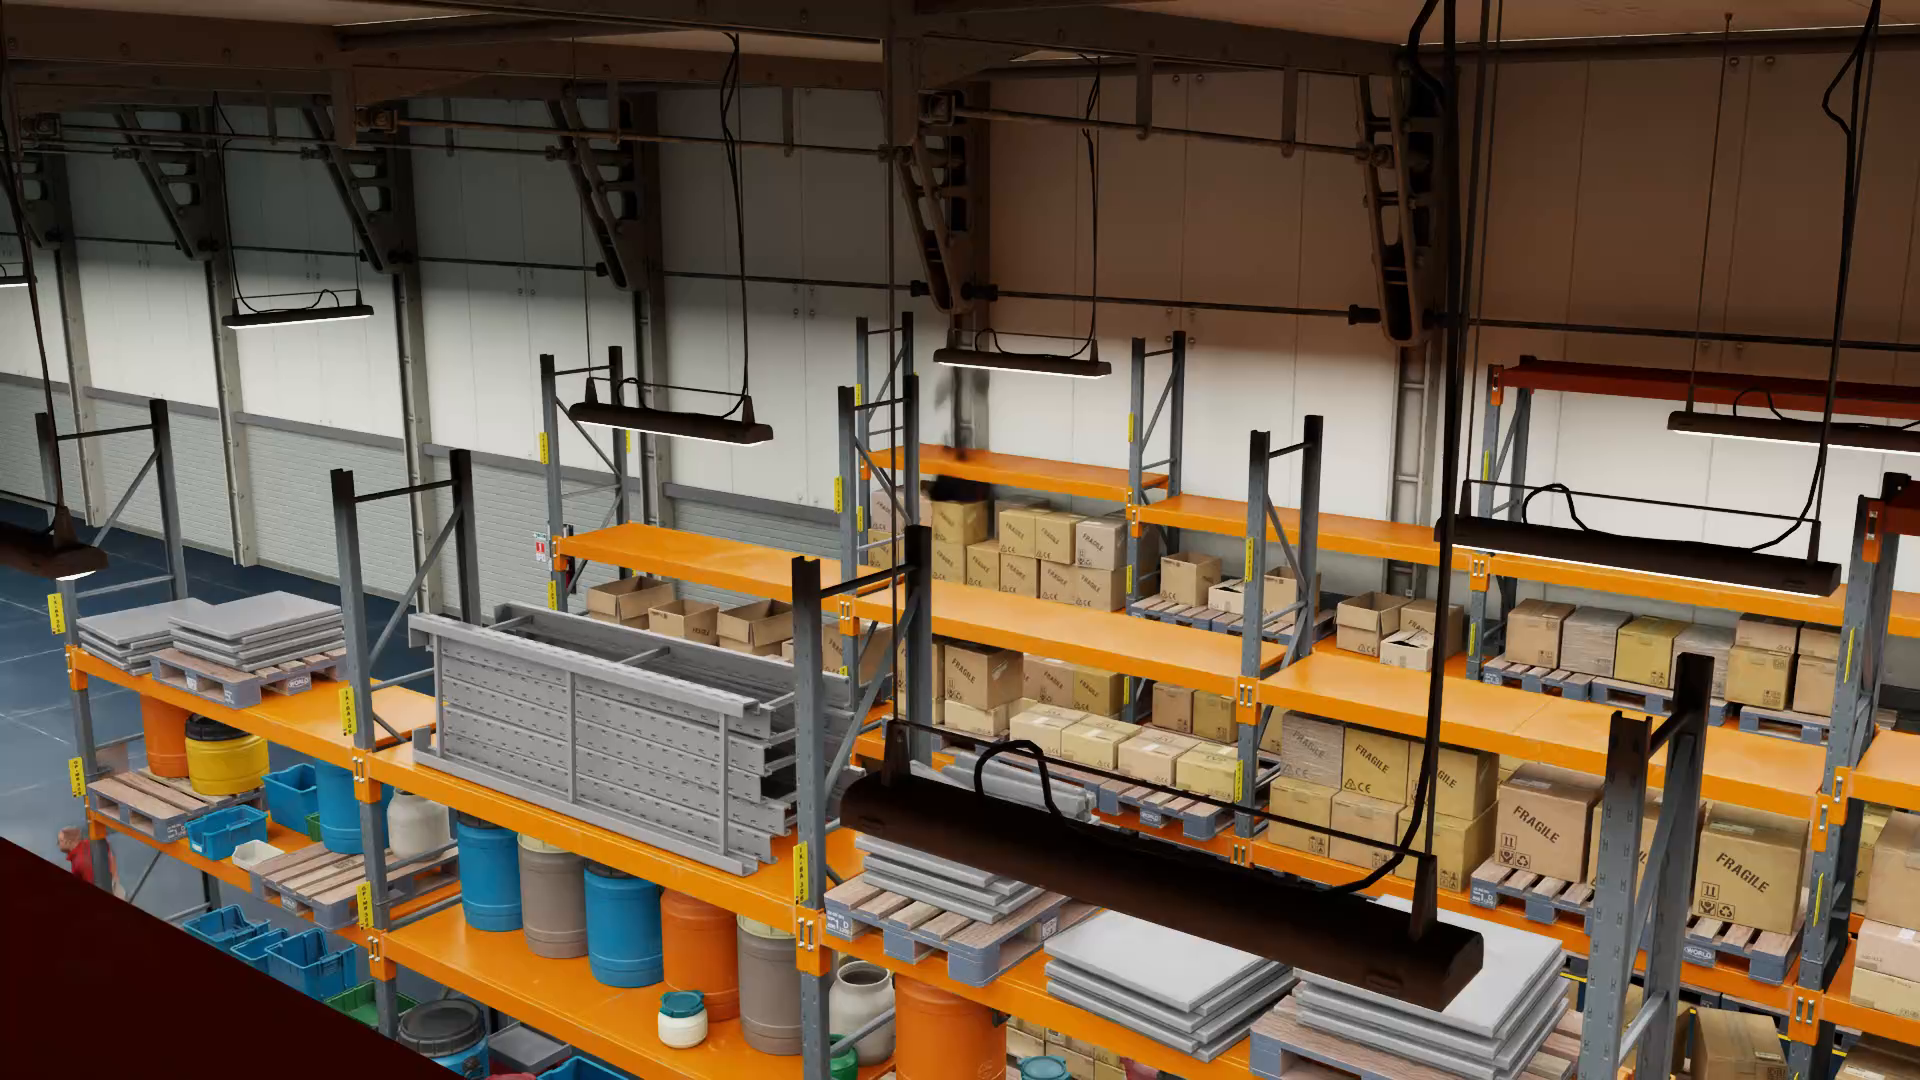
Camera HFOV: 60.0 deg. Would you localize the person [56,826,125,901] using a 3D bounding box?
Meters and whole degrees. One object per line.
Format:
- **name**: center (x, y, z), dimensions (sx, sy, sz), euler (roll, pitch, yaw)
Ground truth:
- **person**: center (-8.377, 3.561, 16.368), dimensions (0.778, 1.666, 0.658), euler (-6, 15, -26)
